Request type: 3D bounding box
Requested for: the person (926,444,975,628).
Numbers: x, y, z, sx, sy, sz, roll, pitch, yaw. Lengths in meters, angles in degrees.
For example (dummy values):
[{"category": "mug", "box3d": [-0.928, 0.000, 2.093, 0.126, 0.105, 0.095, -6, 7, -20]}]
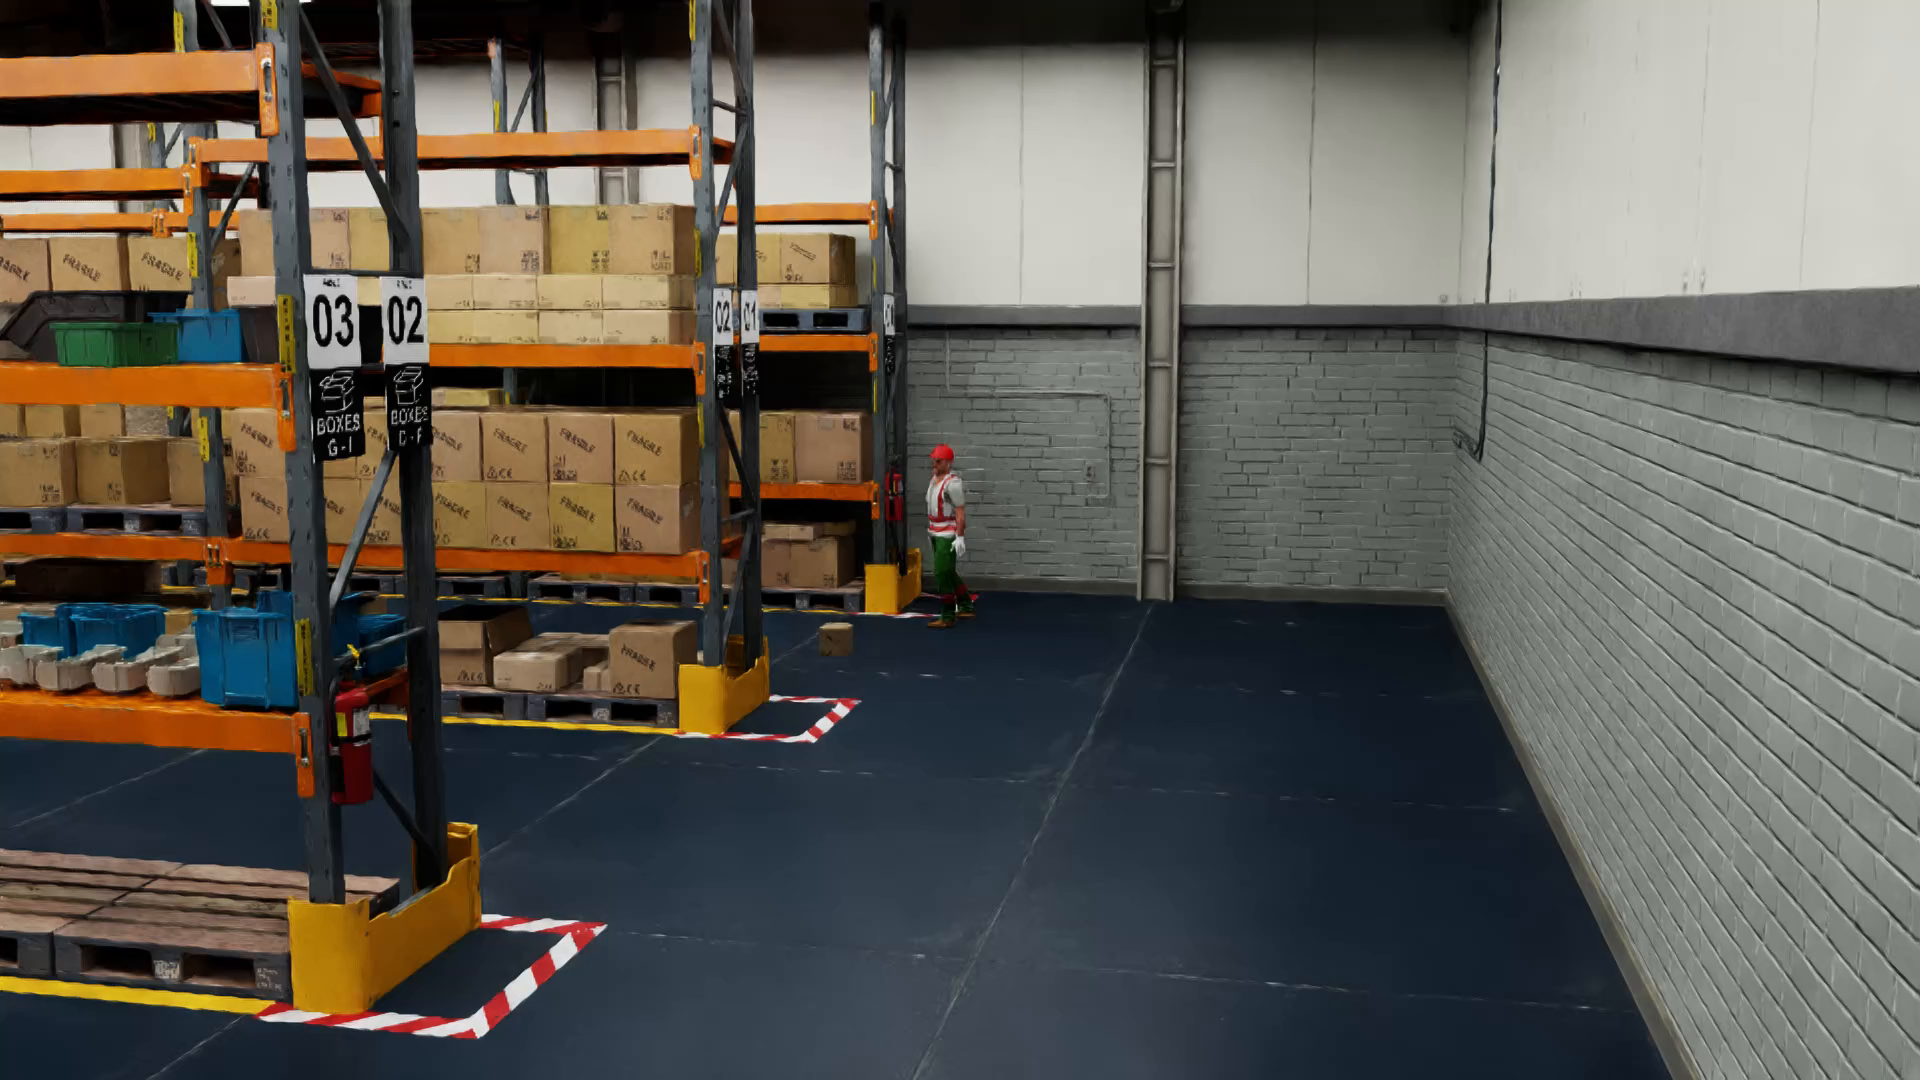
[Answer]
[{"category": "person", "box3d": [-0.079, -0.049, 16.093, 0.562, 1.777, 0.584, -3, 9, -23]}]
